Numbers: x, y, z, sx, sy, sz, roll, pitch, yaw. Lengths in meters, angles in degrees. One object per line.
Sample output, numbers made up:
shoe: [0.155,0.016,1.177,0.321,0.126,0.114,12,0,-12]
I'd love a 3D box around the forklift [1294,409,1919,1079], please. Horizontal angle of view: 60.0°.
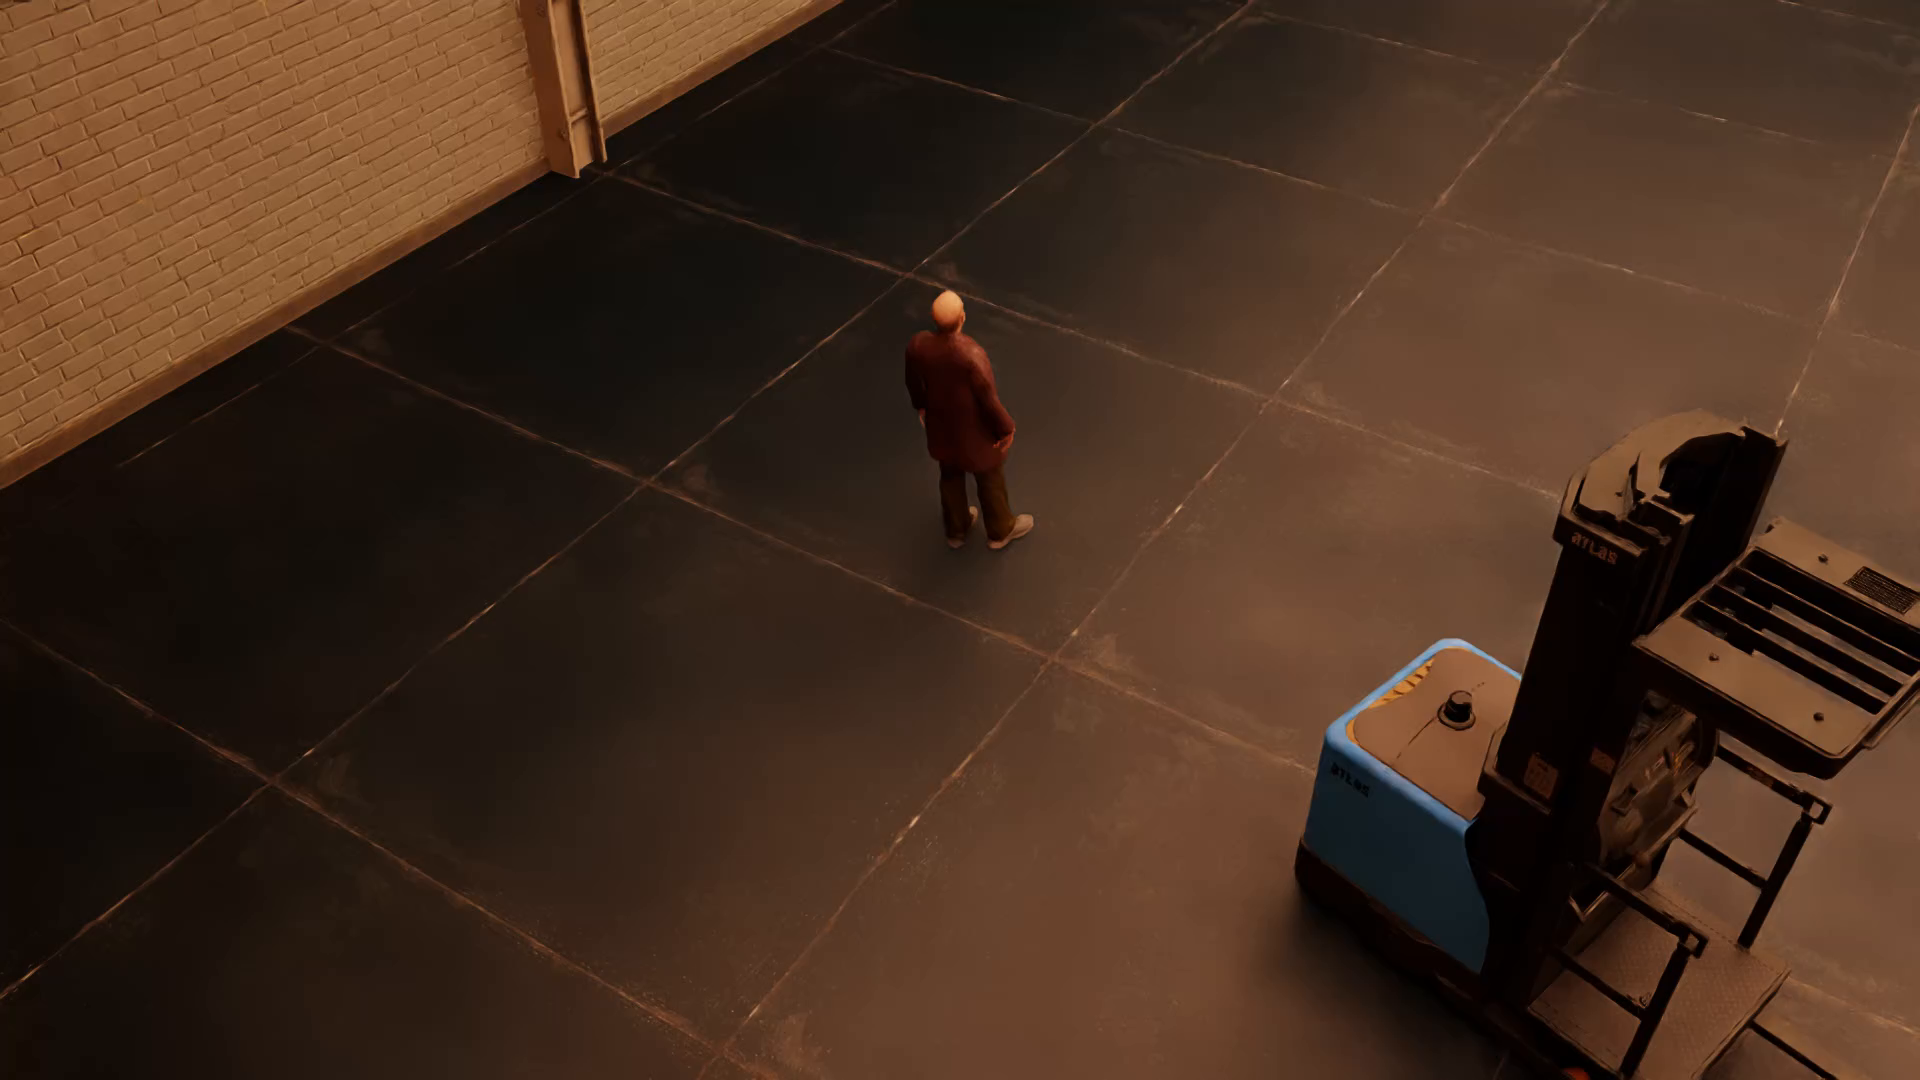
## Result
forklift: [3.006,1.065,6.710,1.130,2.935,3.031,-30,49,-31]

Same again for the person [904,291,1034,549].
person: [0.053,-0.732,9.712,0.694,1.776,0.580,22,45,24]
